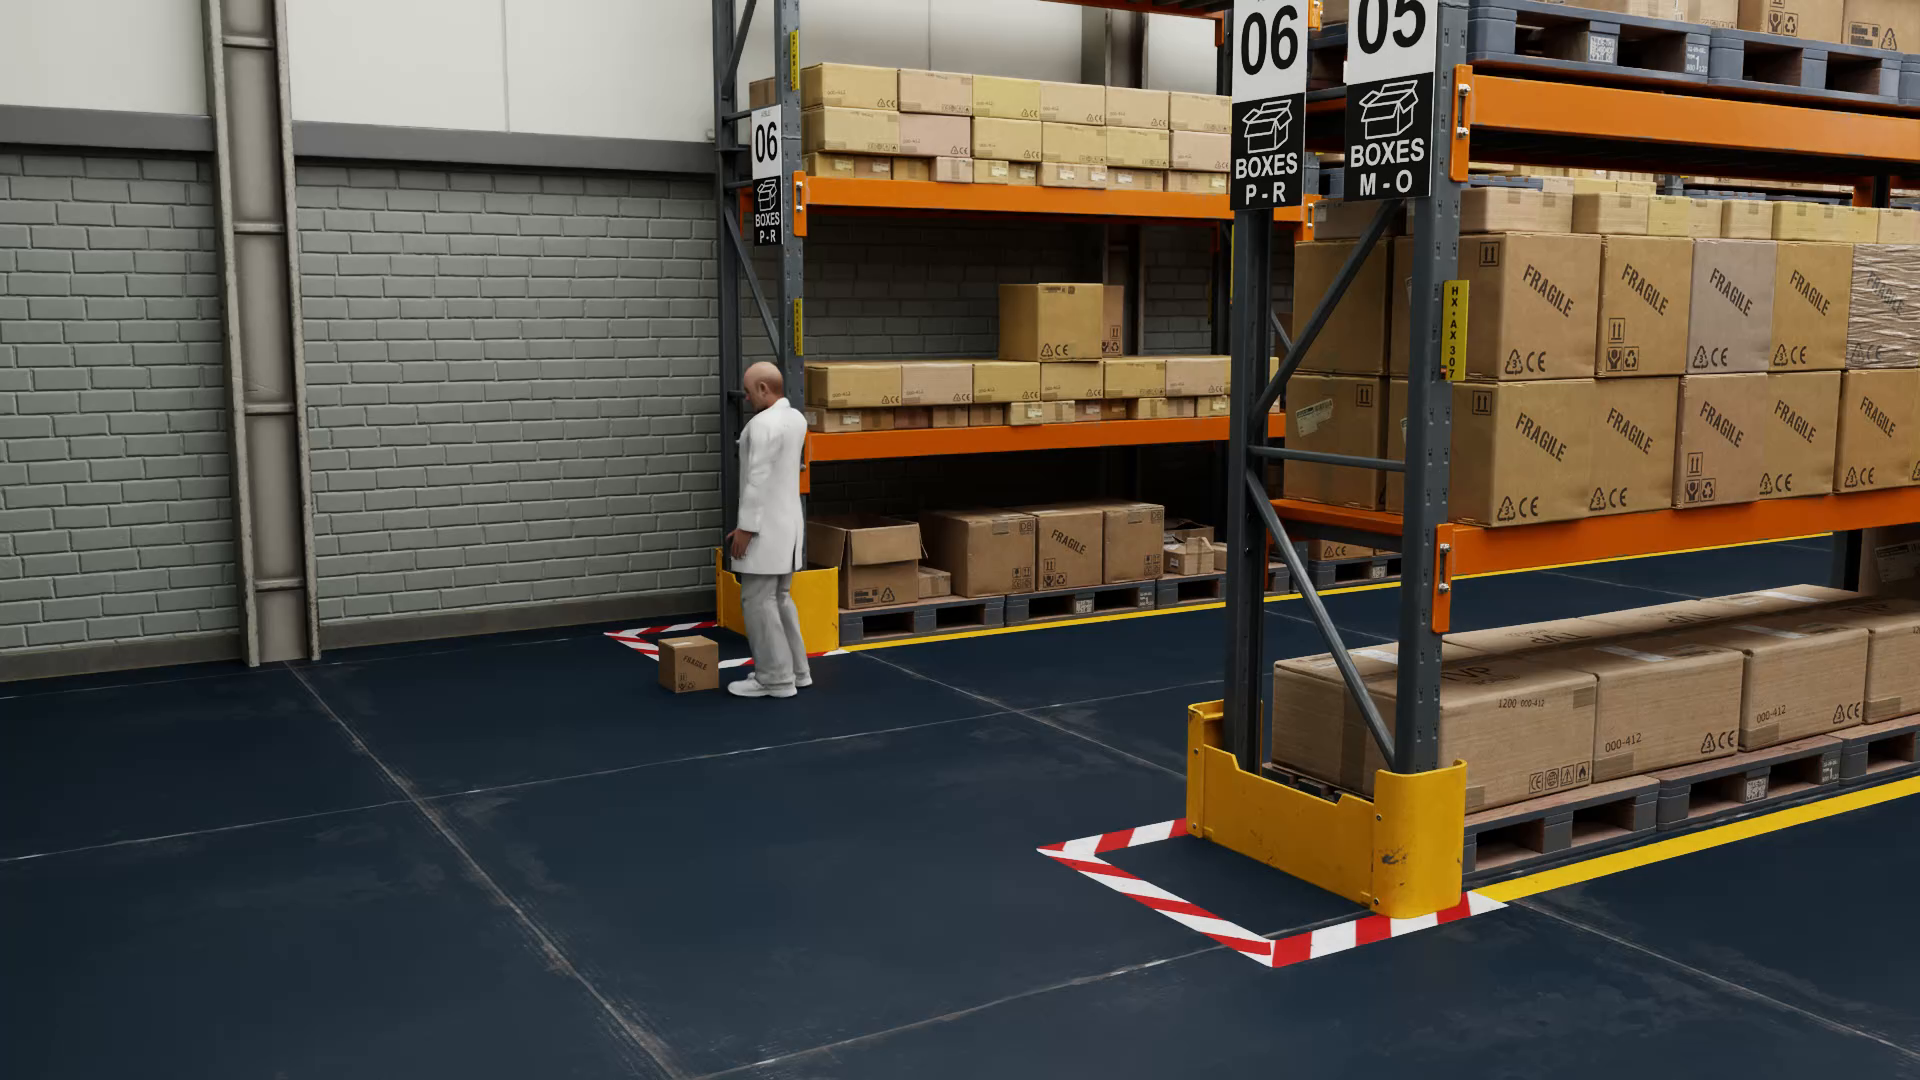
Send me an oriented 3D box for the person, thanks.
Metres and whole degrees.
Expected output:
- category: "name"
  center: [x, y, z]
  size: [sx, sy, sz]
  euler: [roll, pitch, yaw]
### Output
- category: "person"
  center: [-1.028, -0.055, 8.822]
  size: [0.377, 1.772, 0.564]
  euler: [2, 8, 14]
